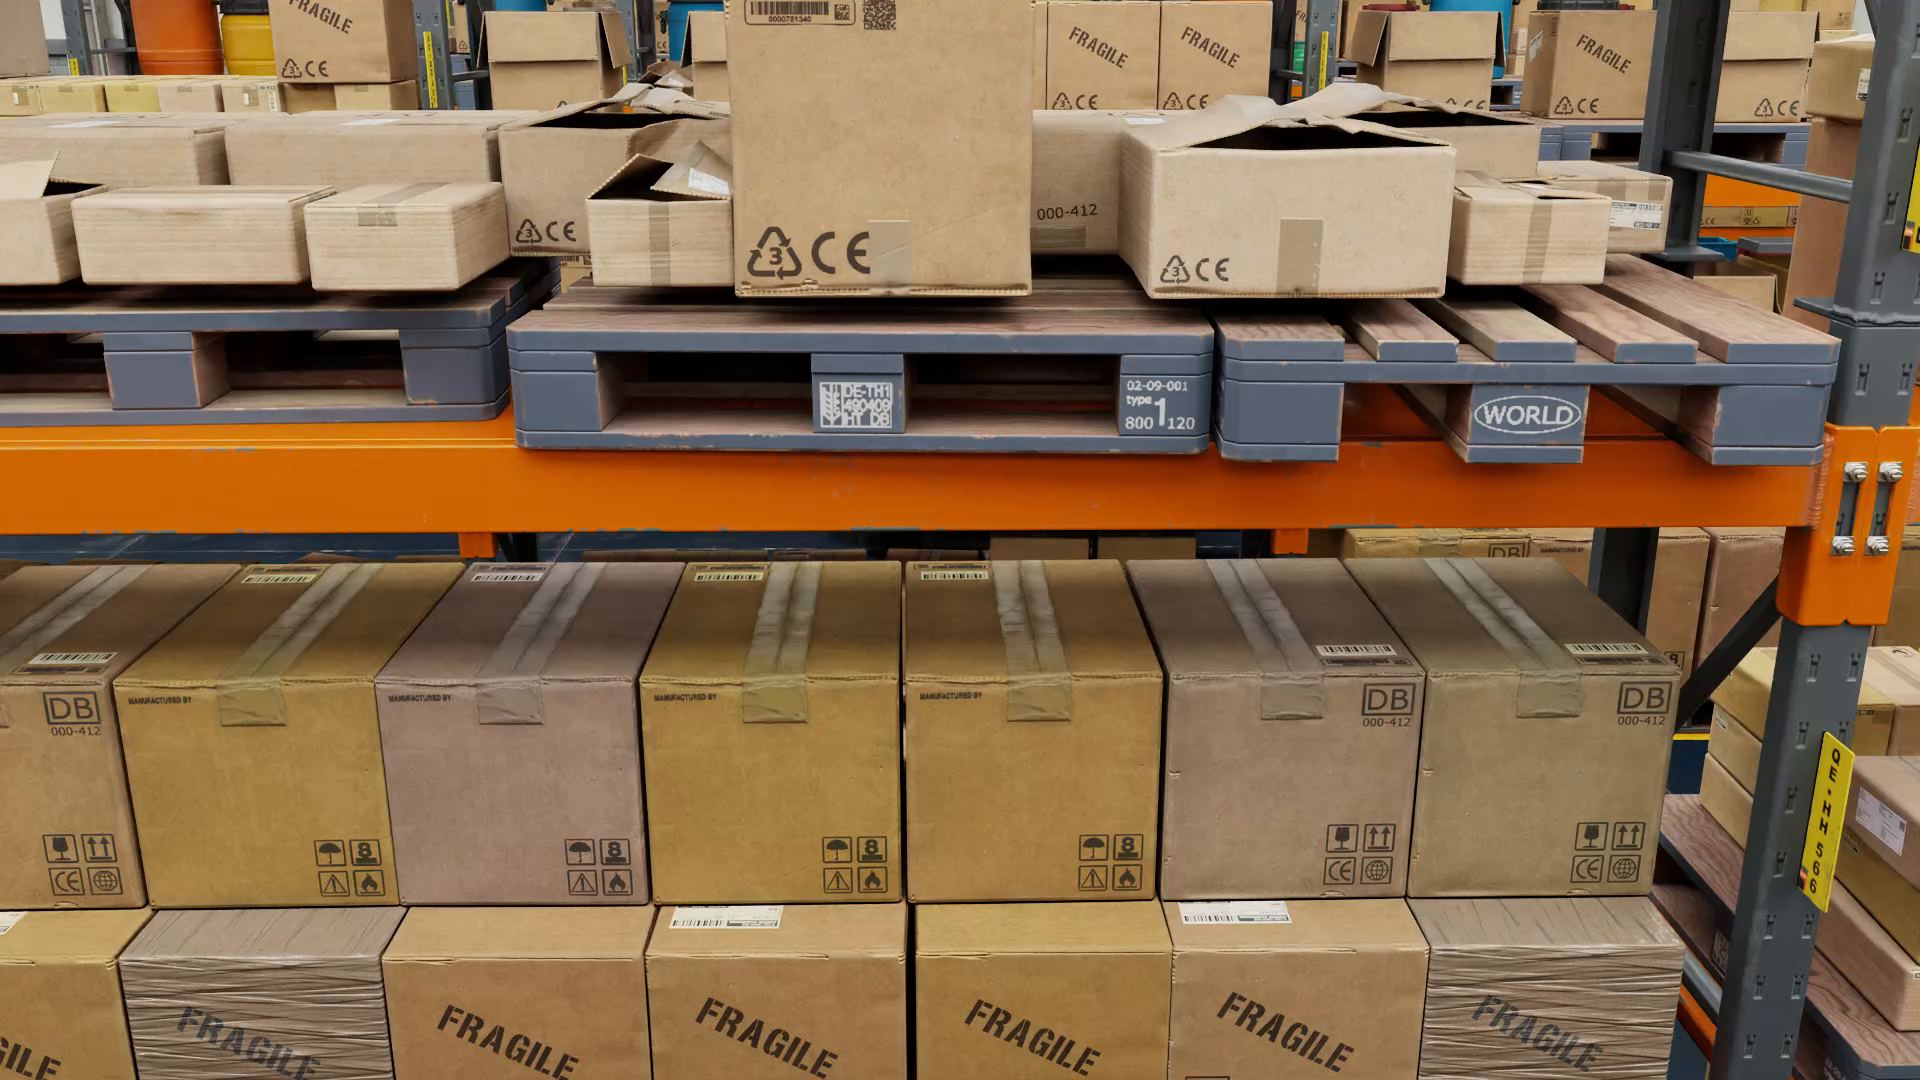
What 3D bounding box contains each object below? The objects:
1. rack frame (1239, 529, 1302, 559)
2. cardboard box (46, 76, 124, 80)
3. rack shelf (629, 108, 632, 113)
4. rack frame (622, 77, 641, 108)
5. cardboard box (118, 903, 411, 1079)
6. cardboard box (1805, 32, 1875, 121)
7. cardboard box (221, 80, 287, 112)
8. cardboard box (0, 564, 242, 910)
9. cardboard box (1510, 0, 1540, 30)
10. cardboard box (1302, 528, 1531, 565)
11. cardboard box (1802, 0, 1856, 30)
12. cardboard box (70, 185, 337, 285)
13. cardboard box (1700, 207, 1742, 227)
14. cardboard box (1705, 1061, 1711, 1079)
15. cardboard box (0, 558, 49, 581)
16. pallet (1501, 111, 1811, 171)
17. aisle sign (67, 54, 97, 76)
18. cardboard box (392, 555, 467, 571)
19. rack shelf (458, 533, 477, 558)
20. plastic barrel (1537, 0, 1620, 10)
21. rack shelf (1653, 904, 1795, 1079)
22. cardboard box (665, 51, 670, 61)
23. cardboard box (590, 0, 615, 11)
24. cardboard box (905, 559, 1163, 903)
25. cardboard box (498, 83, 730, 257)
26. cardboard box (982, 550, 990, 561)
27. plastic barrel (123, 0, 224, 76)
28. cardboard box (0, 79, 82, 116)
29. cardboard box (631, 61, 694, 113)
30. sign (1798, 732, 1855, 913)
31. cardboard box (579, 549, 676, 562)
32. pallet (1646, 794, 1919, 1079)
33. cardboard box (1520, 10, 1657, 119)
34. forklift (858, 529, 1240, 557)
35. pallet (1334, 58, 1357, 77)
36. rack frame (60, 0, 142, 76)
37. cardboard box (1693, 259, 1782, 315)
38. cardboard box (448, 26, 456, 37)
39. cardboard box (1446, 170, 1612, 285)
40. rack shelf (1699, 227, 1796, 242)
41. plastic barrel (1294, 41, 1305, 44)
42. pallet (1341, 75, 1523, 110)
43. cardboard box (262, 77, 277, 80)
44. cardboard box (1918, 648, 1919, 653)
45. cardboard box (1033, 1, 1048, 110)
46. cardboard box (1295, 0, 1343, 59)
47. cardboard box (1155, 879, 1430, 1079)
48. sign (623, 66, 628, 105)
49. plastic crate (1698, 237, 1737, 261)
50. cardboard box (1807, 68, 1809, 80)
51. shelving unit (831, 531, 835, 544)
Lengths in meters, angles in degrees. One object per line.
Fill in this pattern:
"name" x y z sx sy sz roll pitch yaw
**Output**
"rack frame" 1.624 -0.607 8.528 0.127 3.000 1.000 0 18 -1
"cardboard box" -4.265 -2.197 8.169 0.250 0.149 0.380 0 18 1
"rack shelf" -0.454 -3.196 12.865 4.000 0.370 1.077 0 18 -1
"rack frame" -2.453 -2.100 13.184 0.127 3.000 1.000 0 18 -1
"cardboard box" -1.363 0.957 3.489 0.500 0.500 0.500 0 18 0
"cardboard box" 2.002 -1.013 3.467 0.258 0.266 0.396 0 18 -1
"cardboard box" -3.214 -2.043 7.689 0.250 0.149 0.380 -1 18 -4
"cardboard box" -1.902 0.400 3.589 0.500 0.500 0.700 -1 18 -2
"cardboard box" 5.957 -5.618 17.437 0.500 0.500 0.700 0 18 -1
"cardboard box" 2.315 0.208 8.779 0.875 0.875 1.225 -1 18 -3
"cardboard box" 8.957 -5.615 17.431 0.500 0.500 0.700 0 18 -1
"cardboard box" -1.357 -0.558 3.024 0.380 0.149 0.250 0 18 -1
"cardboard box" 8.009 -3.629 17.786 0.500 0.500 0.500 0 18 0
"cardboard box" 2.281 1.459 4.267 0.500 0.250 0.500 -1 18 -2
"cardboard box" -5.153 0.411 8.761 0.500 0.500 0.500 4 18 14
"pallet" 3.385 -1.971 8.179 1.213 0.211 1.003 1 18 2
"aisle sign" -6.520 -3.229 12.446 0.004 0.787 0.394 0 18 -1
"cardboard box" -2.776 0.393 8.818 0.500 0.500 0.500 -1 18 -3
"rack shelf" -4.375 -0.235 8.548 4.000 0.370 1.077 0 18 -1
"plastic barrel" 4.636 -3.790 12.546 0.600 0.588 0.600 0 18 0
"rack shelf" 3.601 1.242 3.944 4.000 0.370 1.077 0 18 -1
"cardboard box" -3.617 -6.535 21.901 0.500 0.500 0.500 -2 18 -6
"cardboard box" -4.641 -7.152 22.187 0.500 0.500 0.500 0 18 -1
"cardboard box" 0.134 0.390 3.620 0.500 0.500 0.700 -1 18 -2
"cardboard box" -0.649 -0.781 3.456 0.500 0.311 0.500 -1 18 -3
"cardboard box" 0.400 0.390 8.793 0.500 0.500 0.700 -2 18 -5
"plastic barrel" -5.969 -3.955 12.664 0.708 0.830 0.600 0 18 -1
"cardboard box" -4.284 -2.062 7.747 0.250 0.149 0.380 -1 18 -3
"cardboard box" -1.437 -2.187 8.076 0.258 0.266 0.396 0 18 1
"sign" 1.614 0.527 3.099 0.005 0.325 0.100 0 18 -1
"cardboard box" -1.761 0.397 8.771 0.500 0.500 0.700 -2 18 -5
"pallet" 2.312 0.964 3.946 1.003 0.211 1.213 0 18 -1
"cardboard box" 3.095 -2.339 8.165 0.500 0.500 0.500 1 18 2
"forklift" 0.843 -1.391 11.084 3.031 2.935 1.130 0 18 1
"pallet" 3.781 -5.003 17.629 1.003 0.211 1.213 0 18 -1
"rack frame" -6.453 -4.937 12.207 0.127 3.000 1.000 0 18 -1
"cardboard box" 3.678 -1.138 8.379 0.637 0.503 0.797 0 18 1
"cardboard box" -5.380 -5.303 17.587 0.500 0.250 0.500 0 18 -1
"cardboard box" 1.006 -0.586 3.084 0.250 0.166 0.380 0 18 -1
"rack shelf" 7.471 -3.319 18.160 4.000 0.370 1.077 0 18 -1
"plastic barrel" 2.616 -3.732 12.898 0.301 0.262 0.301 0 18 0
"pallet" 3.629 -3.437 12.750 1.213 0.211 1.003 0 18 -1
"cardboard box" -3.243 -2.210 8.208 0.250 0.149 0.380 0 18 0
"cardboard box" 2.597 0.401 4.137 0.250 0.149 0.380 0 18 1
"cardboard box" 0.143 -2.238 7.722 0.500 0.500 0.500 0 18 0
"cardboard box" 3.633 -5.388 17.507 0.600 0.600 0.600 -1 18 -3
"cardboard box" 0.657 0.947 3.520 0.500 0.500 0.500 0 18 -1
"sign" -2.456 -3.365 12.200 0.005 0.325 0.100 0 18 -1
"plastic crate" 6.007 -2.266 13.629 0.575 0.384 0.392 0 18 -1
"cardboard box" 8.961 -4.945 17.386 0.500 0.250 0.500 0 18 -1
"shelving unit" -0.782 -0.435 11.430 0.210 0.900 0.258 0 18 1
